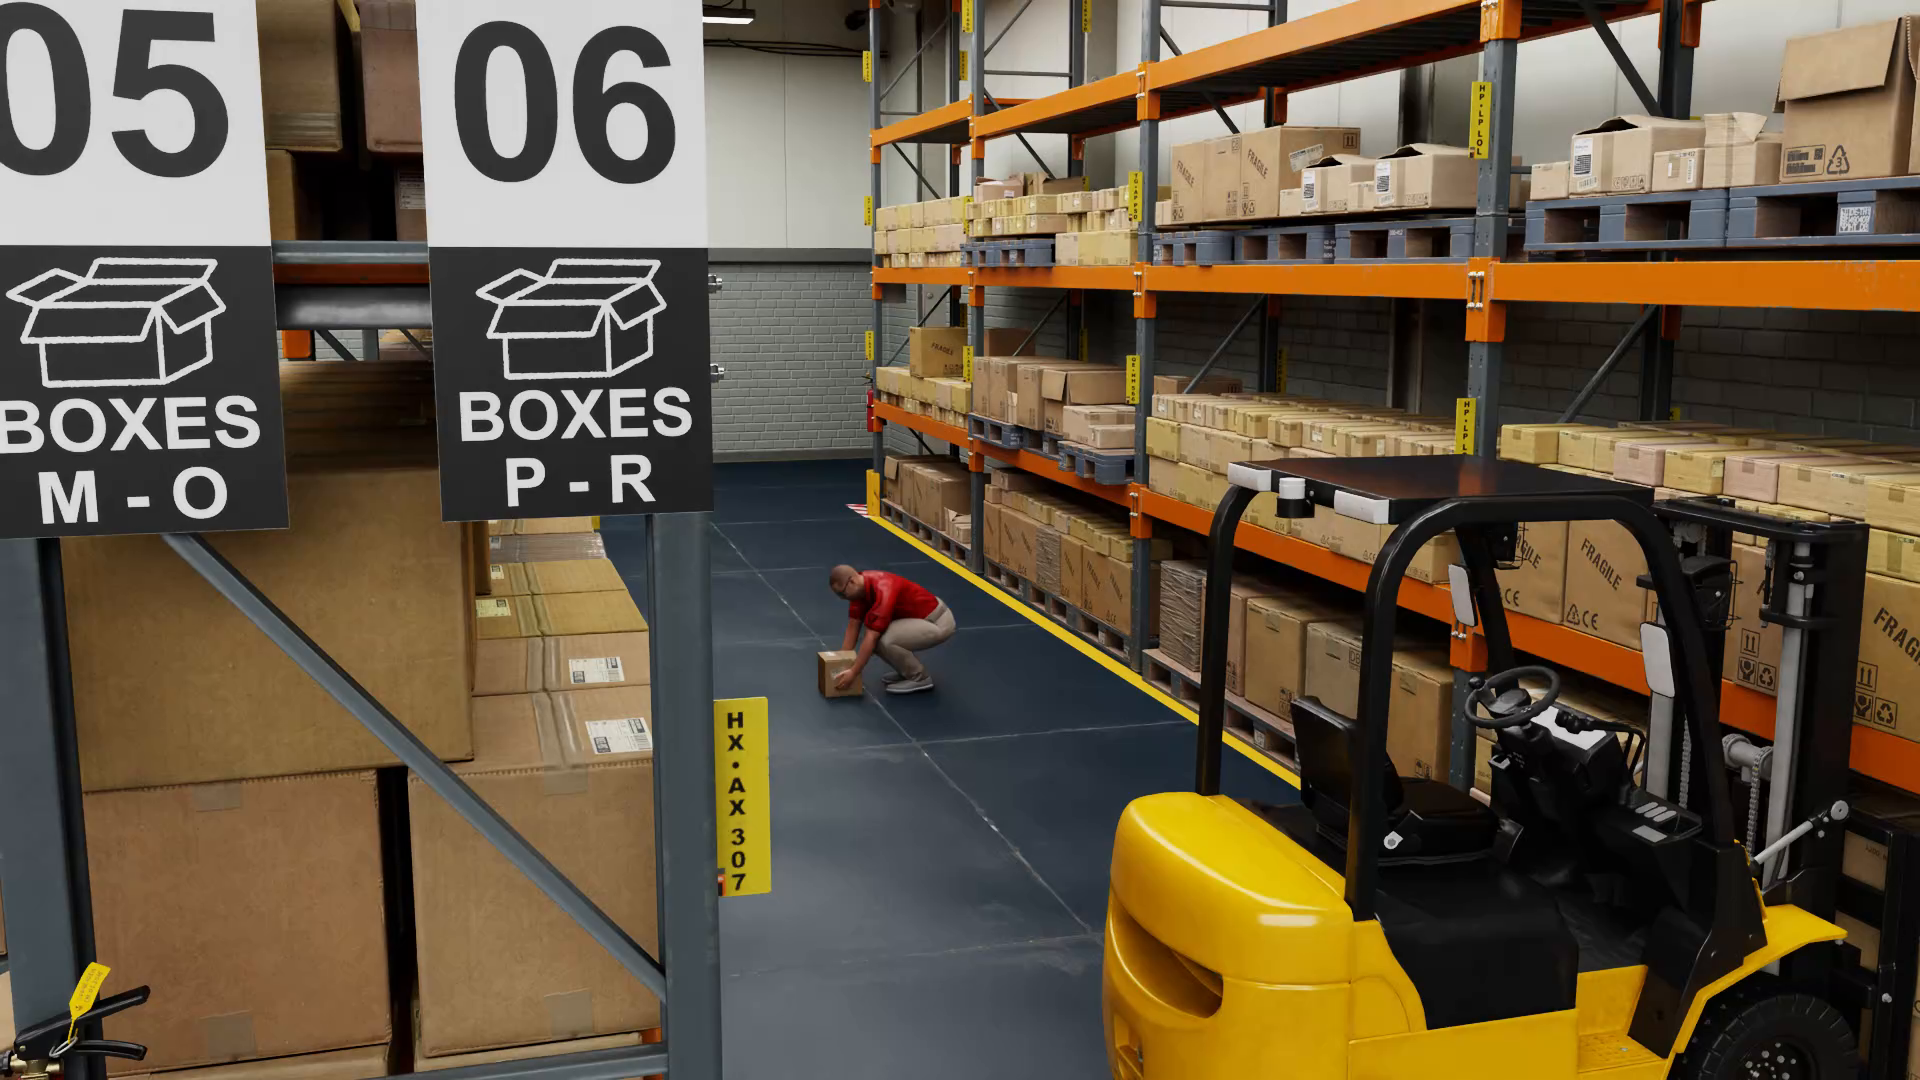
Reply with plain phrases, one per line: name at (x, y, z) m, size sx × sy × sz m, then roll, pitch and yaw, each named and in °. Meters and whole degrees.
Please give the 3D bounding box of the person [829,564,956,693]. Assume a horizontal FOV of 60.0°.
person at (-0.461, 0.571, 11.092) m, size 0.871 × 0.876 × 0.562 m, roll -3°, pitch 10°, yaw -16°
